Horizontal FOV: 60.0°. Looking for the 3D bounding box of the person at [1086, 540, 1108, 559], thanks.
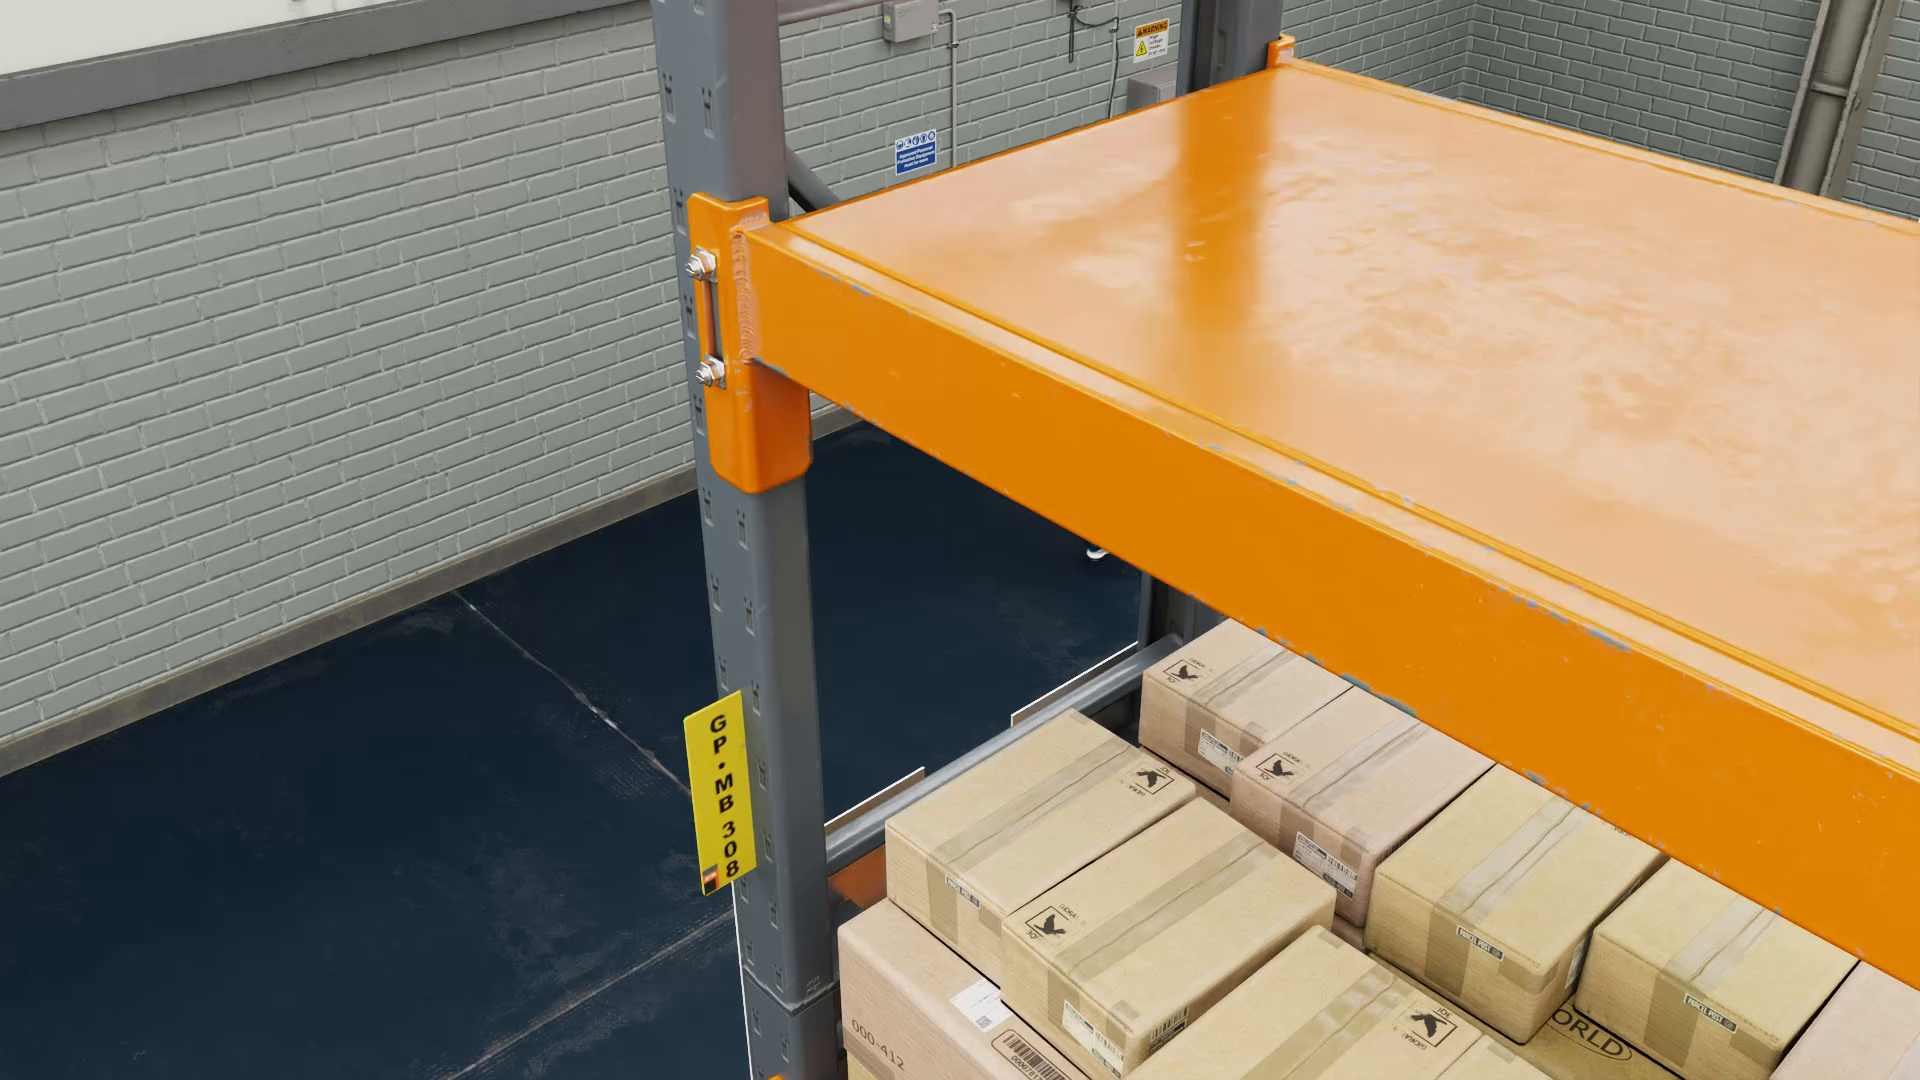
[{"bbox_3d":[1.052,-0.531,8.767,0.656,1.551,0.550,-13,35,-20],"label":"person"}]
